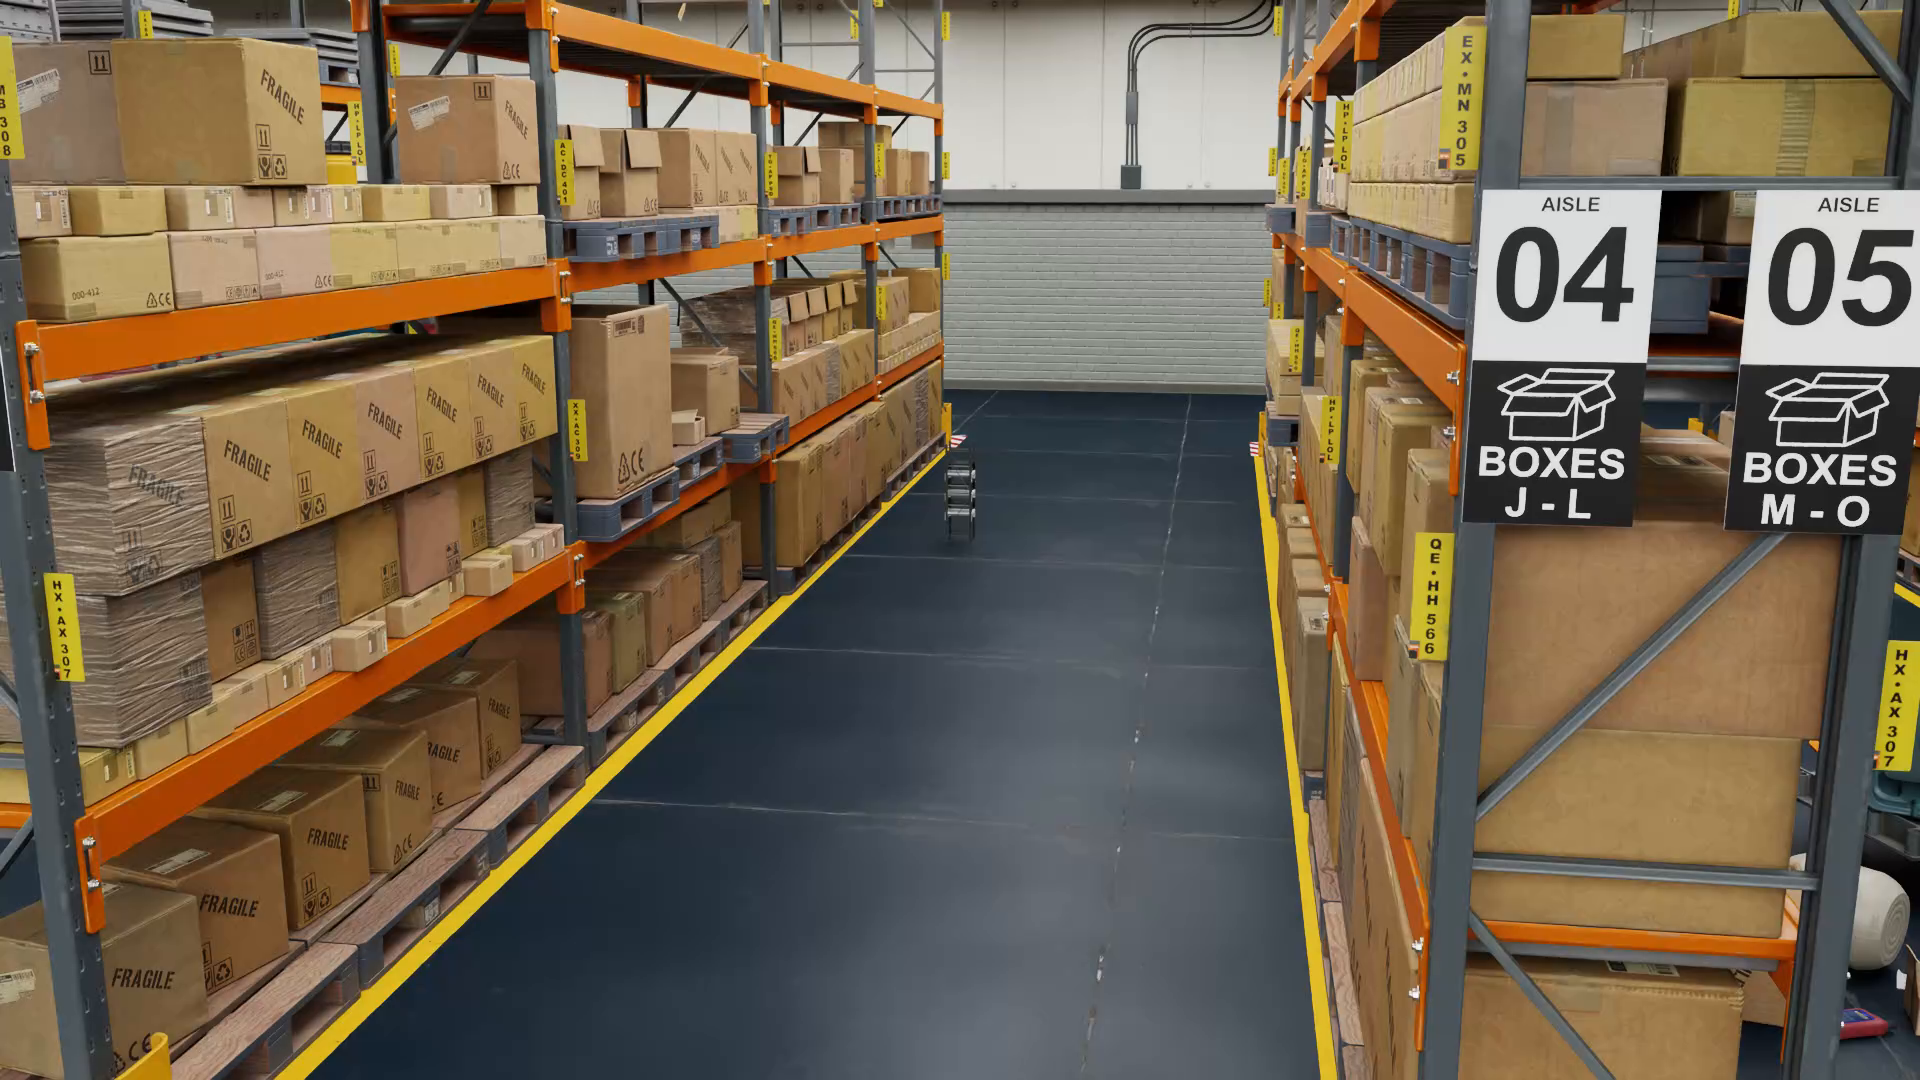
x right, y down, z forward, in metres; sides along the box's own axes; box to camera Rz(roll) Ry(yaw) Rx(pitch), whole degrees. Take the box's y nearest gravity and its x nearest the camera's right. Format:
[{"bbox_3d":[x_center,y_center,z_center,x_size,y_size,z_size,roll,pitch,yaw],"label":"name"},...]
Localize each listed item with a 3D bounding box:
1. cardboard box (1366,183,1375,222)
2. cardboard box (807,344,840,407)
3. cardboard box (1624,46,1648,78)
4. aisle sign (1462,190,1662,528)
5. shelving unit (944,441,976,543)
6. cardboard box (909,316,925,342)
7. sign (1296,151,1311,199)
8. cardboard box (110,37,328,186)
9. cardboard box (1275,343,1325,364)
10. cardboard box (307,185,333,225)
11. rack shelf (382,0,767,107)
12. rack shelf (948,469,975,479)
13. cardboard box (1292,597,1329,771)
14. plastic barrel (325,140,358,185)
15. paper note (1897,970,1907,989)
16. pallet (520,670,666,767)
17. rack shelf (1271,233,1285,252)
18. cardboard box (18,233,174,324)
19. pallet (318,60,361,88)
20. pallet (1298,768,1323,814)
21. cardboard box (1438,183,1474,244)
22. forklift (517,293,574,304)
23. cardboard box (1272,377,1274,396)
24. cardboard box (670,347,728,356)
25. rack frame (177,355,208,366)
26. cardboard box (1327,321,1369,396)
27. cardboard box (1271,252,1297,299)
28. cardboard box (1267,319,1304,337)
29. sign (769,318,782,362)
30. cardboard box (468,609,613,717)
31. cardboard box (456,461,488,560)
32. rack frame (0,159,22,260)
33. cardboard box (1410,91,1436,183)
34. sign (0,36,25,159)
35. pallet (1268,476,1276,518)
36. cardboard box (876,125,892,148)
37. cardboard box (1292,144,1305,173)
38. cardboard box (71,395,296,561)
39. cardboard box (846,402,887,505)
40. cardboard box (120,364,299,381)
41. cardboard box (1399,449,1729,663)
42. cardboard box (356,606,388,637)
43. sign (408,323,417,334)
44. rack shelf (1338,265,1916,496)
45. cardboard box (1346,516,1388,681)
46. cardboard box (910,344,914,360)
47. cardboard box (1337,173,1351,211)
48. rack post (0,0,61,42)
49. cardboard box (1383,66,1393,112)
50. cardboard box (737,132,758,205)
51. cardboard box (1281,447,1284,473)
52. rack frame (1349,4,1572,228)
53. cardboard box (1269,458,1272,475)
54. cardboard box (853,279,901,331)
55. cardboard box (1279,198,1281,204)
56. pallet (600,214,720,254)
[{"bbox_3d":[1.785,-1.309,6.447,0.380,0.149,0.250,2,12,8],"label":"cardboard box"},{"bbox_3d":[-1.364,-1.462,14.676,0.500,0.500,0.500,2,12,9],"label":"cardboard box"},{"bbox_3d":[2.240,-1.414,5.039,0.380,0.149,0.250,2,12,8],"label":"cardboard box"},{"bbox_3d":[1.409,-0.421,3.914,0.394,0.787,0.004,2,12,9],"label":"aisle sign"},{"bbox_3d":[0.001,-0.442,15.163,0.258,0.900,0.210,2,12,9],"label":"shelving unit"},{"bbox_3d":[-0.677,-2.419,19.004,0.500,0.250,0.500,1,12,7],"label":"cardboard box"},{"bbox_3d":[2.411,-2.558,11.652,0.100,0.325,0.005,2,12,9],"label":"sign"},{"bbox_3d":[-2.674,-1.542,6.037,0.500,0.500,0.500,2,12,8],"label":"cardboard box"},{"bbox_3d":[2.688,-1.473,13.154,0.380,0.149,0.250,2,12,10],"label":"cardboard box"},{"bbox_3d":[-2.672,-1.298,6.443,0.380,0.149,0.250,2,12,8],"label":"cardboard box"},{"bbox_3d":[-2.246,-2.972,10.336,1.077,0.370,4.000,2,12,9],"label":"rack shelf"},{"bbox_3d":[0.001,-0.585,15.132,0.258,0.077,0.200,2,12,9],"label":"rack shelf"},{"bbox_3d":[2.338,0.774,8.881,1.050,0.750,0.750,2,12,8],"label":"cardboard box"},{"bbox_3d":[-6.157,-3.563,16.098,0.600,0.588,0.600,0,12,0],"label":"plastic barrel"},{"bbox_3d":[3.931,1.809,6.801,0.172,0.023,0.155,7,14,28],"label":"paper note"},{"bbox_3d":[-2.435,1.031,9.964,1.003,0.211,1.213,2,12,9],"label":"pallet"},{"bbox_3d":[3.870,-3.184,17.494,1.077,0.370,4.000,2,12,9],"label":"rack shelf"},{"bbox_3d":[-2.839,-0.822,5.181,0.500,0.250,0.500,2,12,10],"label":"cardboard box"},{"bbox_3d":[-6.314,-4.467,16.016,1.003,0.211,1.213,2,12,9],"label":"pallet"},{"bbox_3d":[2.376,1.212,9.125,1.003,0.211,1.213,2,12,9],"label":"pallet"},{"bbox_3d":[1.433,-0.833,4.239,0.380,0.149,0.250,2,12,9],"label":"cardboard box"},{"bbox_3d":[-4.166,-1.356,14.584,3.031,2.935,1.130,-7,14,-30],"label":"forklift"},{"bbox_3d":[2.730,-1.234,13.455,0.380,0.149,0.250,1,12,6],"label":"cardboard box"},{"bbox_3d":[-1.982,-1.143,12.199,0.500,0.500,0.500,0,12,2],"label":"cardboard box"},{"bbox_3d":[-10.496,-2.990,22.002,1.000,3.000,0.127,2,12,9],"label":"rack frame"},{"bbox_3d":[2.792,-1.160,10.902,0.700,0.500,0.500,2,12,8],"label":"cardboard box"},{"bbox_3d":[3.673,-2.871,18.137,0.500,0.500,0.500,2,12,7],"label":"cardboard box"},{"bbox_3d":[3.047,-1.960,15.410,0.380,0.149,0.250,3,12,12],"label":"cardboard box"},{"bbox_3d":[-1.401,-1.514,12.596,0.100,0.325,0.005,2,12,9],"label":"sign"},{"bbox_3d":[-2.438,0.710,9.725,0.700,0.500,0.500,1,12,4],"label":"cardboard box"},{"bbox_3d":[-2.796,-0.170,7.973,0.875,0.500,0.500,2,12,9],"label":"cardboard box"},{"bbox_3d":[-3.169,-2.270,4.422,1.000,3.000,0.127,2,12,9],"label":"rack frame"},{"bbox_3d":[1.594,-1.163,4.823,0.500,0.250,0.500,2,12,9],"label":"cardboard box"},{"bbox_3d":[-2.633,-1.213,4.565,0.100,0.325,0.005,2,12,9],"label":"sign"},{"bbox_3d":[3.630,-0.431,16.750,1.003,0.211,1.213,2,12,9],"label":"pallet"},{"bbox_3d":[-1.029,-4.384,18.099,0.500,0.250,0.500,1,12,7],"label":"cardboard box"},{"bbox_3d":[3.195,-3.058,13.959,0.797,0.503,0.637,2,12,8],"label":"cardboard box"},{"bbox_3d":[-2.731,-0.230,5.879,0.500,0.500,0.500,2,12,9],"label":"cardboard box"},{"bbox_3d":[-1.402,-0.868,16.204,1.225,0.875,0.875,2,12,9],"label":"cardboard box"},{"bbox_3d":[-3.093,-0.455,6.924,0.500,0.500,0.500,2,12,9],"label":"cardboard box"},{"bbox_3d":[1.805,0.050,4.979,0.875,0.550,0.550,2,12,9],"label":"cardboard box"},{"bbox_3d":[-2.656,0.369,7.016,0.380,0.149,0.250,2,12,9],"label":"cardboard box"},{"bbox_3d":[-5.674,-2.113,17.276,0.100,0.325,0.005,2,12,9],"label":"sign"},{"bbox_3d":[2.024,-0.686,5.903,1.077,0.370,4.000,2,12,9],"label":"rack shelf"},{"bbox_3d":[2.025,0.240,6.662,0.875,0.550,0.550,2,12,9],"label":"cardboard box"},{"bbox_3d":[-0.711,-2.088,18.414,0.380,0.149,0.250,2,12,7],"label":"cardboard box"},{"bbox_3d":[2.304,-1.899,8.946,0.500,0.250,0.500,2,12,8],"label":"cardboard box"},{"bbox_3d":[-7.230,-3.773,10.925,1.013,1.000,3.121,2,12,9],"label":"rack post"},{"bbox_3d":[1.706,-1.594,5.876,0.380,0.149,0.250,2,12,8],"label":"cardboard box"},{"bbox_3d":[-1.765,-2.655,11.904,0.500,0.500,0.500,2,12,10],"label":"cardboard box"},{"bbox_3d":[3.108,-0.747,14.753,0.500,0.250,0.500,2,12,10],"label":"cardboard box"},{"bbox_3d":[2.332,-2.921,7.443,1.000,3.000,0.127,2,12,9],"label":"rack frame"},{"bbox_3d":[3.445,-0.773,17.488,0.380,0.149,0.250,2,12,9],"label":"cardboard box"},{"bbox_3d":[-0.914,-2.468,17.450,0.500,0.500,0.500,2,12,9],"label":"cardboard box"},{"bbox_3d":[3.614,-3.470,17.466,0.500,0.250,0.500,2,12,8],"label":"cardboard box"},{"bbox_3d":[-2.197,-1.885,10.204,1.213,0.211,1.003,2,12,9],"label":"pallet"}]
